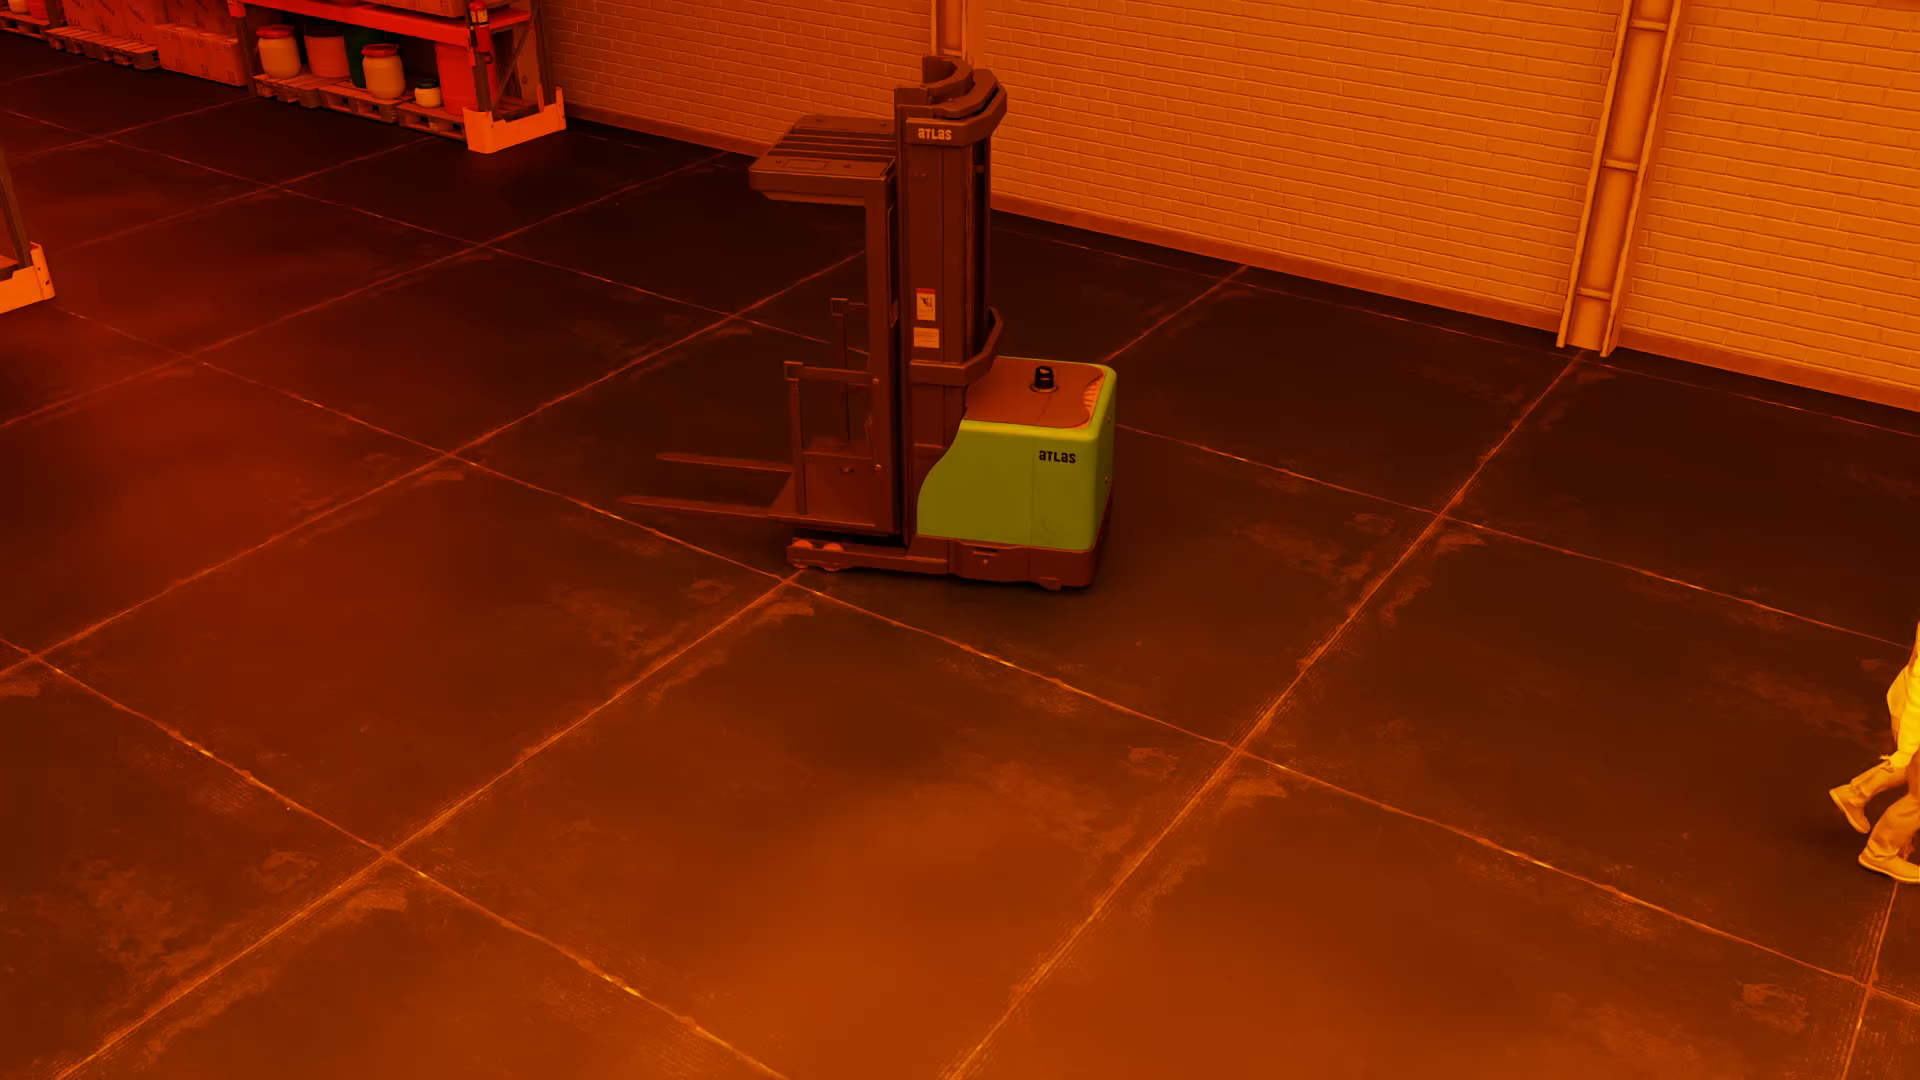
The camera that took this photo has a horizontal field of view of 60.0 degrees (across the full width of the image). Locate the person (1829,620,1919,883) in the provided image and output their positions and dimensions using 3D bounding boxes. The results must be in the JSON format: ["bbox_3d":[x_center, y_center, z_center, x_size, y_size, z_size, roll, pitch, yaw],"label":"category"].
[{"bbox_3d":[4.324,0.797,7.492,0.460,1.648,0.677,12,32,19],"label":"person"}]

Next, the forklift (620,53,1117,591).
[{"bbox_3d":[-0.596,-1.330,9.871,3.031,2.935,1.130,6,31,10],"label":"forklift"}]
